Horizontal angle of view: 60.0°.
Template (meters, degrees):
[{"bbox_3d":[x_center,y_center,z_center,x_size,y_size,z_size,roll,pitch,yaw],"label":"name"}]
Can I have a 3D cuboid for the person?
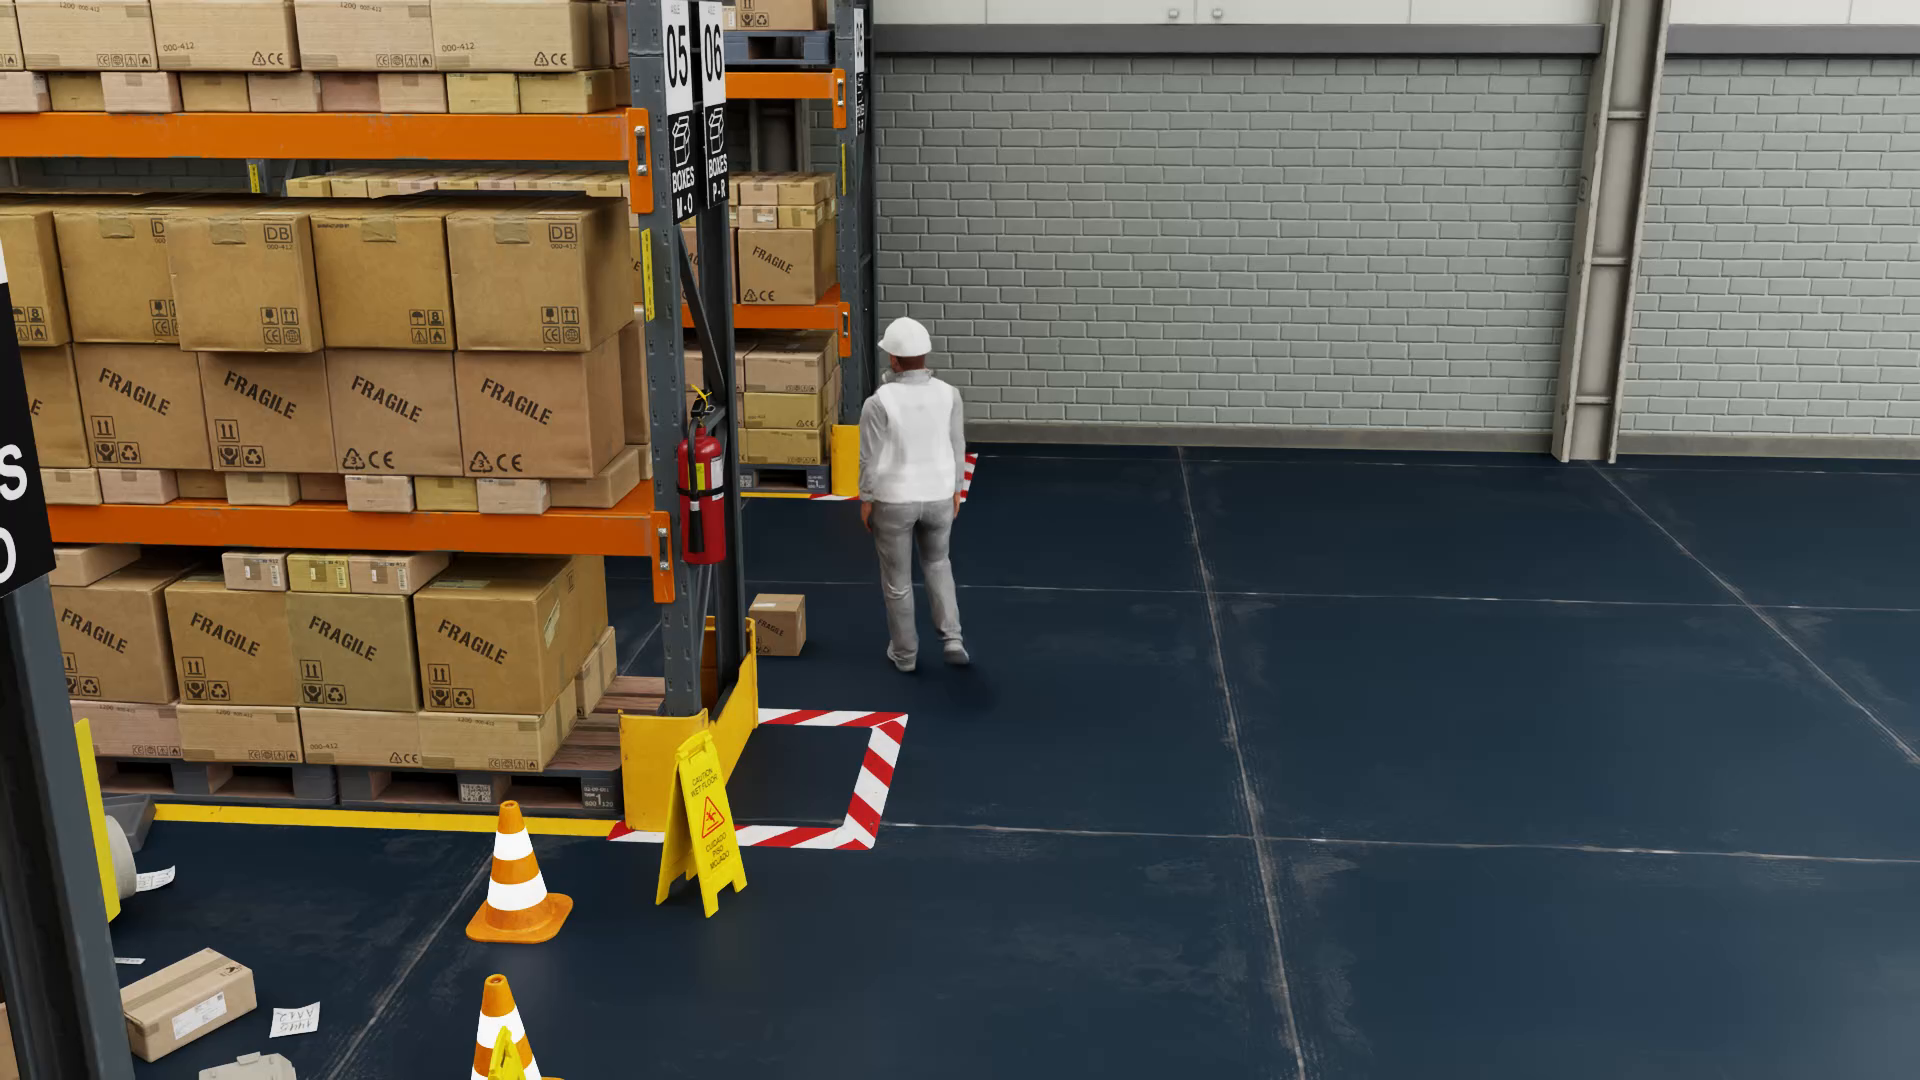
[{"bbox_3d":[-0.244,-0.198,8.166,0.558,1.812,0.425,-7,19,-20],"label":"person"}]
